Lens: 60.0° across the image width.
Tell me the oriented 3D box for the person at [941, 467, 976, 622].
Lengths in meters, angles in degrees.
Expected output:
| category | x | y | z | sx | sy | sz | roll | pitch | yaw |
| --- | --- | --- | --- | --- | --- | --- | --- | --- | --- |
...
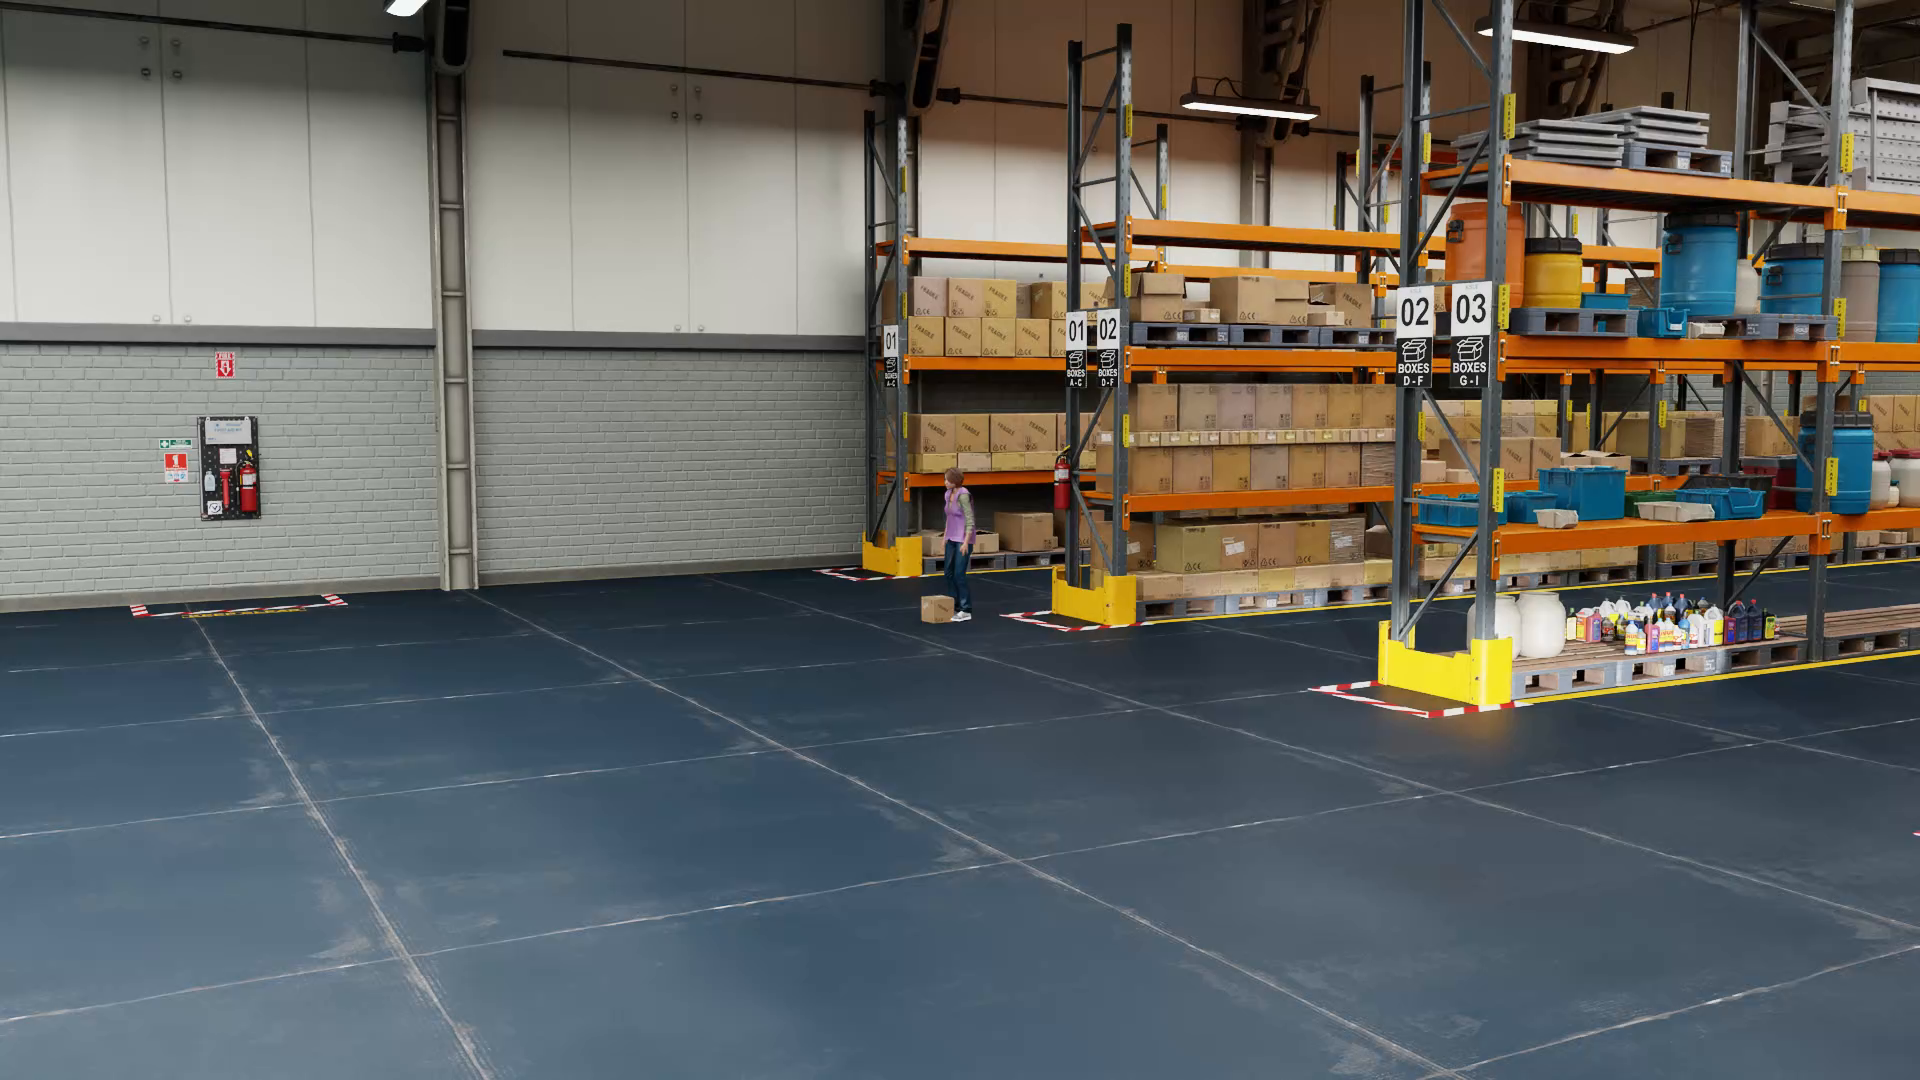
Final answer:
| category | x | y | z | sx | sy | sz | roll | pitch | yaw |
| --- | --- | --- | --- | --- | --- | --- | --- | --- | --- |
| person | -0.024 | 0.036 | 17.241 | 0.341 | 1.594 | 0.483 | -3 | 6 | -31 |
